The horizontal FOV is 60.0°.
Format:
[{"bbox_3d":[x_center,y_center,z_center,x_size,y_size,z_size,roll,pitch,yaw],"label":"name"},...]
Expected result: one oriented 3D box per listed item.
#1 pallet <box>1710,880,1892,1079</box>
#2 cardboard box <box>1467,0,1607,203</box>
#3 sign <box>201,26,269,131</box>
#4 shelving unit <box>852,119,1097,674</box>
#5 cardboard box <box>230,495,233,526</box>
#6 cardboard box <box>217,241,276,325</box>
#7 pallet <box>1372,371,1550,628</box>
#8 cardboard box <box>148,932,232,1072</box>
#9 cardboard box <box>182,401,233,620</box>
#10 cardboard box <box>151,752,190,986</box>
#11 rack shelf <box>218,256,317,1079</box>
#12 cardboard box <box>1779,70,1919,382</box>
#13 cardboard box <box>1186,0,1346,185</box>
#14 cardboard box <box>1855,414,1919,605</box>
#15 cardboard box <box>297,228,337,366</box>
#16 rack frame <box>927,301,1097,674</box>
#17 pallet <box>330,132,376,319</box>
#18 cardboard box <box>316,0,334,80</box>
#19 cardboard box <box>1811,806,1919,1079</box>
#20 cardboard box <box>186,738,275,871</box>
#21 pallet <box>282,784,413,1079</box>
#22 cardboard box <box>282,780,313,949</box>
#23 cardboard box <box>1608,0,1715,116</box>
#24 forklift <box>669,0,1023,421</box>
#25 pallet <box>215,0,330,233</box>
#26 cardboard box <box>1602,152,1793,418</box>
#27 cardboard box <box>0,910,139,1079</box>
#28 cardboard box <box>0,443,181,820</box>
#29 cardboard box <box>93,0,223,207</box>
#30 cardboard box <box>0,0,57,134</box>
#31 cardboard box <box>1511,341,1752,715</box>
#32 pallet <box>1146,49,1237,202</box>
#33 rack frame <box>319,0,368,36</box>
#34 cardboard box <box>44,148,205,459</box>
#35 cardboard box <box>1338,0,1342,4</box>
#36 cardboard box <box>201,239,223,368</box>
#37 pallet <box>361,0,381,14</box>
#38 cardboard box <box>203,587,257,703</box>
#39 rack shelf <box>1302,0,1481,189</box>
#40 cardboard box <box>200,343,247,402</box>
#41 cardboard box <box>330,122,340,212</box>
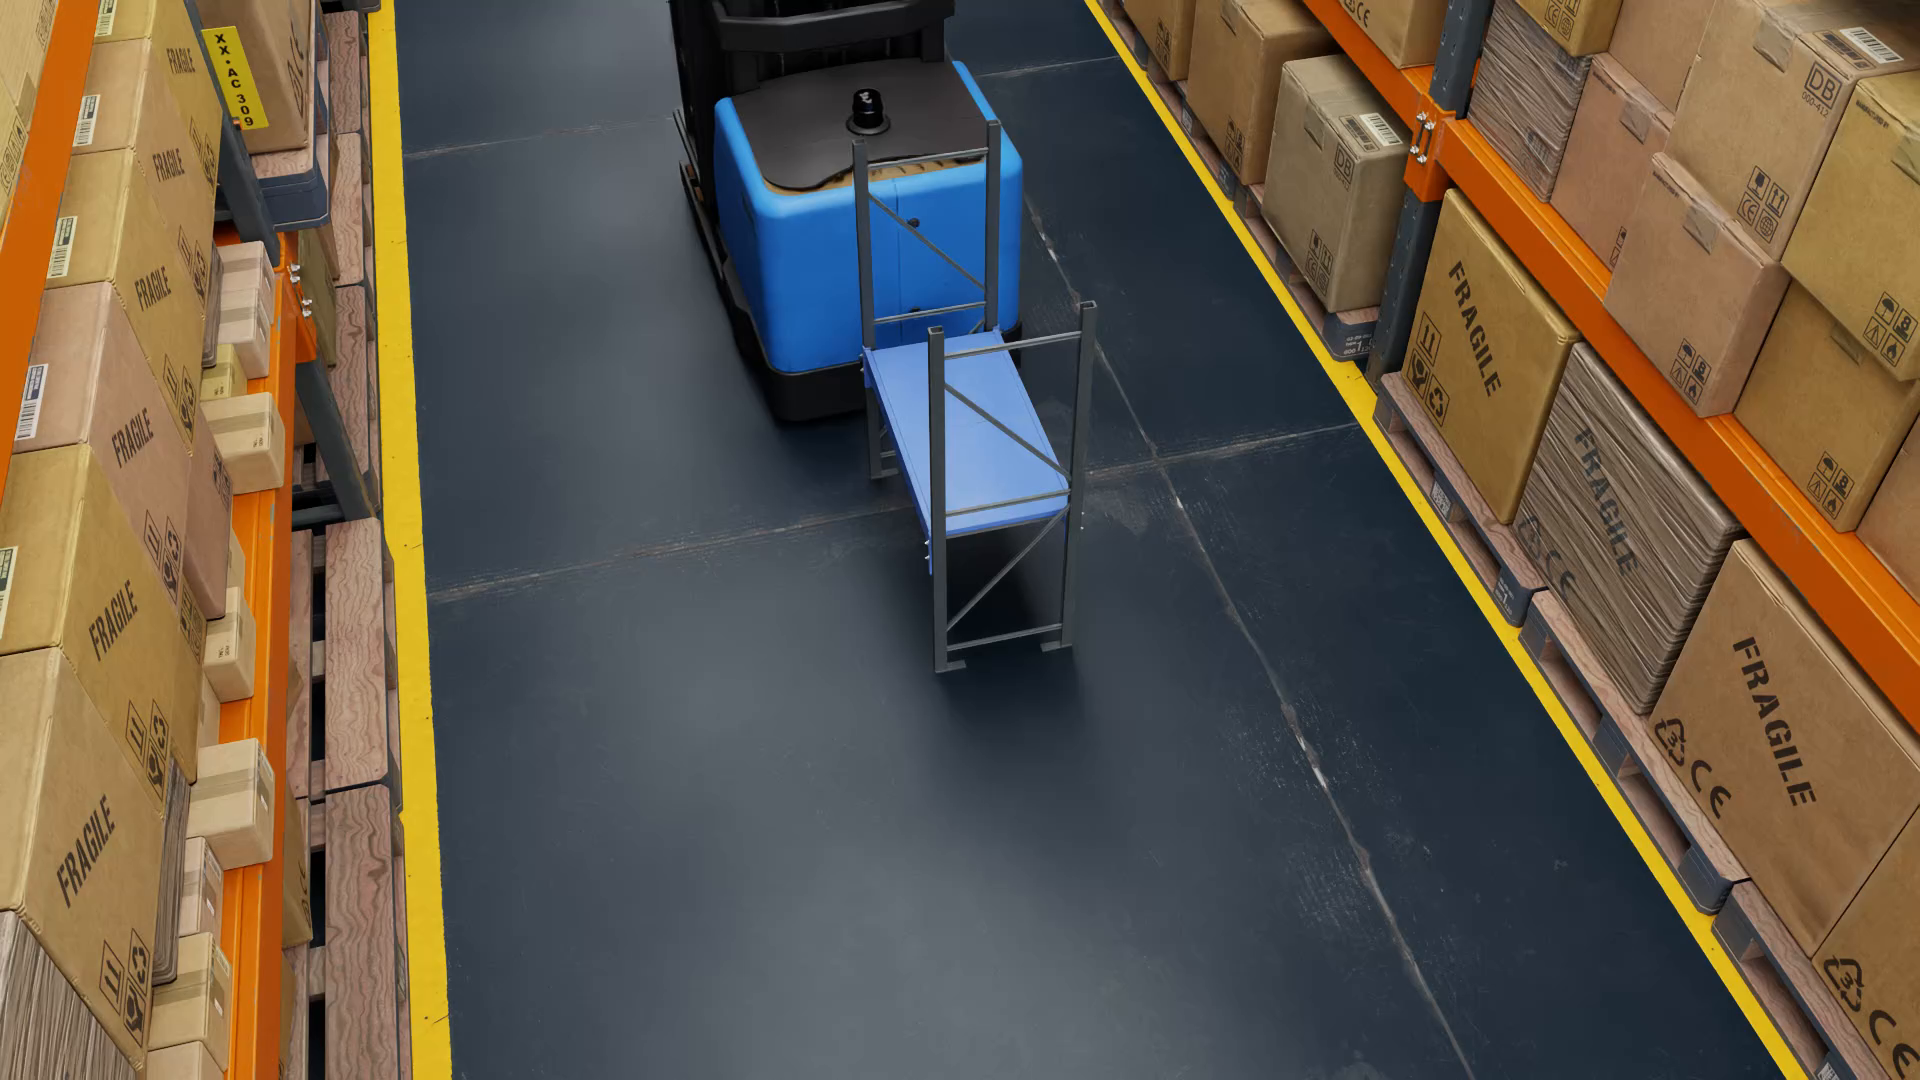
[{"bbox_3d":[2.921,1.424,4.706,1.003,0.211,1.213,-11,47,-10],"label":"pallet"},{"bbox_3d":[2.283,-1.576,5.589,0.875,0.550,0.550,-11,47,-10],"label":"cardboard box"},{"bbox_3d":[-2.121,-1.346,4.863,0.100,0.325,0.005,-11,47,-10],"label":"sign"},{"bbox_3d":[0.022,-0.466,5.657,0.538,1.500,1.048,-11,47,-10],"label":"shelving unit"},{"bbox_3d":[-2.135,-0.049,4.374,0.380,0.149,0.250,-11,47,-10],"label":"cardboard box"},{"bbox_3d":[-2.304,-0.756,5.066,0.380,0.149,0.250,-11,47,-10],"label":"cardboard box"},{"bbox_3d":[2.296,-0.260,6.357,1.003,0.211,1.213,-11,47,-10],"label":"pallet"},{"bbox_3d":[-1.698,0.977,3.369,0.380,0.149,0.250,-11,47,-10],"label":"cardboard box"},{"bbox_3d":[-2.269,-0.077,3.947,0.875,0.500,0.500,-11,47,-10],"label":"cardboard box"},{"bbox_3d":[-2.064,0.623,3.261,0.875,0.500,0.500,-11,47,-10],"label":"cardboard box"},{"bbox_3d":[-2.132,0.694,3.973,1.077,0.370,4.000,-11,47,-10],"label":"rack shelf"},{"bbox_3d":[2.640,-0.824,4.096,0.875,0.550,0.500,-11,47,-10],"label":"cardboard box"},{"bbox_3d":[1.688,-2.214,7.601,1.050,0.750,0.750,-11,47,-10],"label":"cardboard box"},{"bbox_3d":[2.878,-0.100,4.143,0.875,0.550,0.550,-11,47,-10],"label":"cardboard box"},{"bbox_3d":[-2.884,-0.978,6.551,0.700,0.500,0.500,-11,47,-11],"label":"cardboard box"},{"bbox_3d":[0.152,-0.115,5.313,0.500,1.500,0.032,-11,47,-10],"label":"rack frame"},{"bbox_3d":[-3.160,-1.344,7.419,1.003,0.211,1.213,-11,47,-10],"label":"pallet"},{"bbox_3d":[-3.477,-2.520,8.062,0.700,0.500,0.500,-13,47,-12],"label":"cardboard box"},{"bbox_3d":[2.963,1.127,4.239,0.875,0.875,0.875,-10,47,-10],"label":"cardboard box"},{"bbox_3d":[-1.752,0.617,3.721,0.380,0.149,0.250,-11,47,-10],"label":"cardboard box"},{"bbox_3d":[-2.122,1.339,4.790,1.003,0.211,1.213,-11,47,-10],"label":"pallet"},{"bbox_3d":[-2.191,0.881,4.742,0.500,0.500,0.500,-15,47,-14],"label":"cardboard box"},{"bbox_3d":[2.491,-1.587,4.844,0.875,0.550,0.550,-11,47,-10],"label":"cardboard box"},{"bbox_3d":[-0.675,-2.571,6.718,1.130,2.935,3.031,-13,47,-12],"label":"forklift"},{"bbox_3d":[-2.699,-1.426,5.681,1.003,0.211,1.213,-11,47,-10],"label":"pallet"},{"bbox_3d":[2.470,-0.806,4.834,0.875,0.550,0.550,-11,47,-10],"label":"cardboard box"},{"bbox_3d":[-1.497,0.904,2.285,0.500,0.500,0.500,-11,47,-10],"label":"cardboard box"},{"bbox_3d":[-1.748,0.213,2.963,0.500,0.500,0.500,-11,47,-10],"label":"cardboard box"},{"bbox_3d":[-2.262,-1.167,4.315,0.500,0.500,0.500,-11,47,-10],"label":"cardboard box"},{"bbox_3d":[-2.015,-0.956,3.091,0.500,0.250,0.500,-11,47,-11],"label":"cardboard box"},{"bbox_3d":[2.505,-0.110,5.451,0.875,0.875,0.875,-10,46,-10],"label":"cardboard box"},{"bbox_3d":[1.591,-2.162,8.221,1.003,0.211,1.213,-11,47,-10],"label":"pallet"},{"bbox_3d":[-3.668,-3.700,7.776,1.000,3.000,0.127,-11,47,-10],"label":"rack frame"},{"bbox_3d":[-2.006,-0.477,3.639,0.500,0.500,0.500,-11,47,-10],"label":"cardboard box"},{"bbox_3d":[1.656,-2.471,6.501,0.500,0.500,0.500,-11,47,-11],"label":"cardboard box"},{"bbox_3d":[-2.588,-0.756,4.612,0.875,0.500,0.500,-11,47,-10],"label":"cardboard box"},{"bbox_3d":[-3.797,-3.282,9.319,1.003,0.211,1.213,-11,47,-10],"label":"pallet"},{"bbox_3d":[-1.935,0.282,4.049,0.380,0.149,0.250,-11,47,-10],"label":"cardboard box"},{"bbox_3d":[1.665,-2.905,7.500,1.077,0.370,4.000,-11,47,-10],"label":"rack shelf"},{"bbox_3d":[-2.244,-0.398,4.716,0.380,0.149,0.250,-11,47,-10],"label":"cardboard box"},{"bbox_3d":[-3.171,-1.750,7.307,0.700,0.500,0.500,-7,46,-7],"label":"cardboard box"}]
